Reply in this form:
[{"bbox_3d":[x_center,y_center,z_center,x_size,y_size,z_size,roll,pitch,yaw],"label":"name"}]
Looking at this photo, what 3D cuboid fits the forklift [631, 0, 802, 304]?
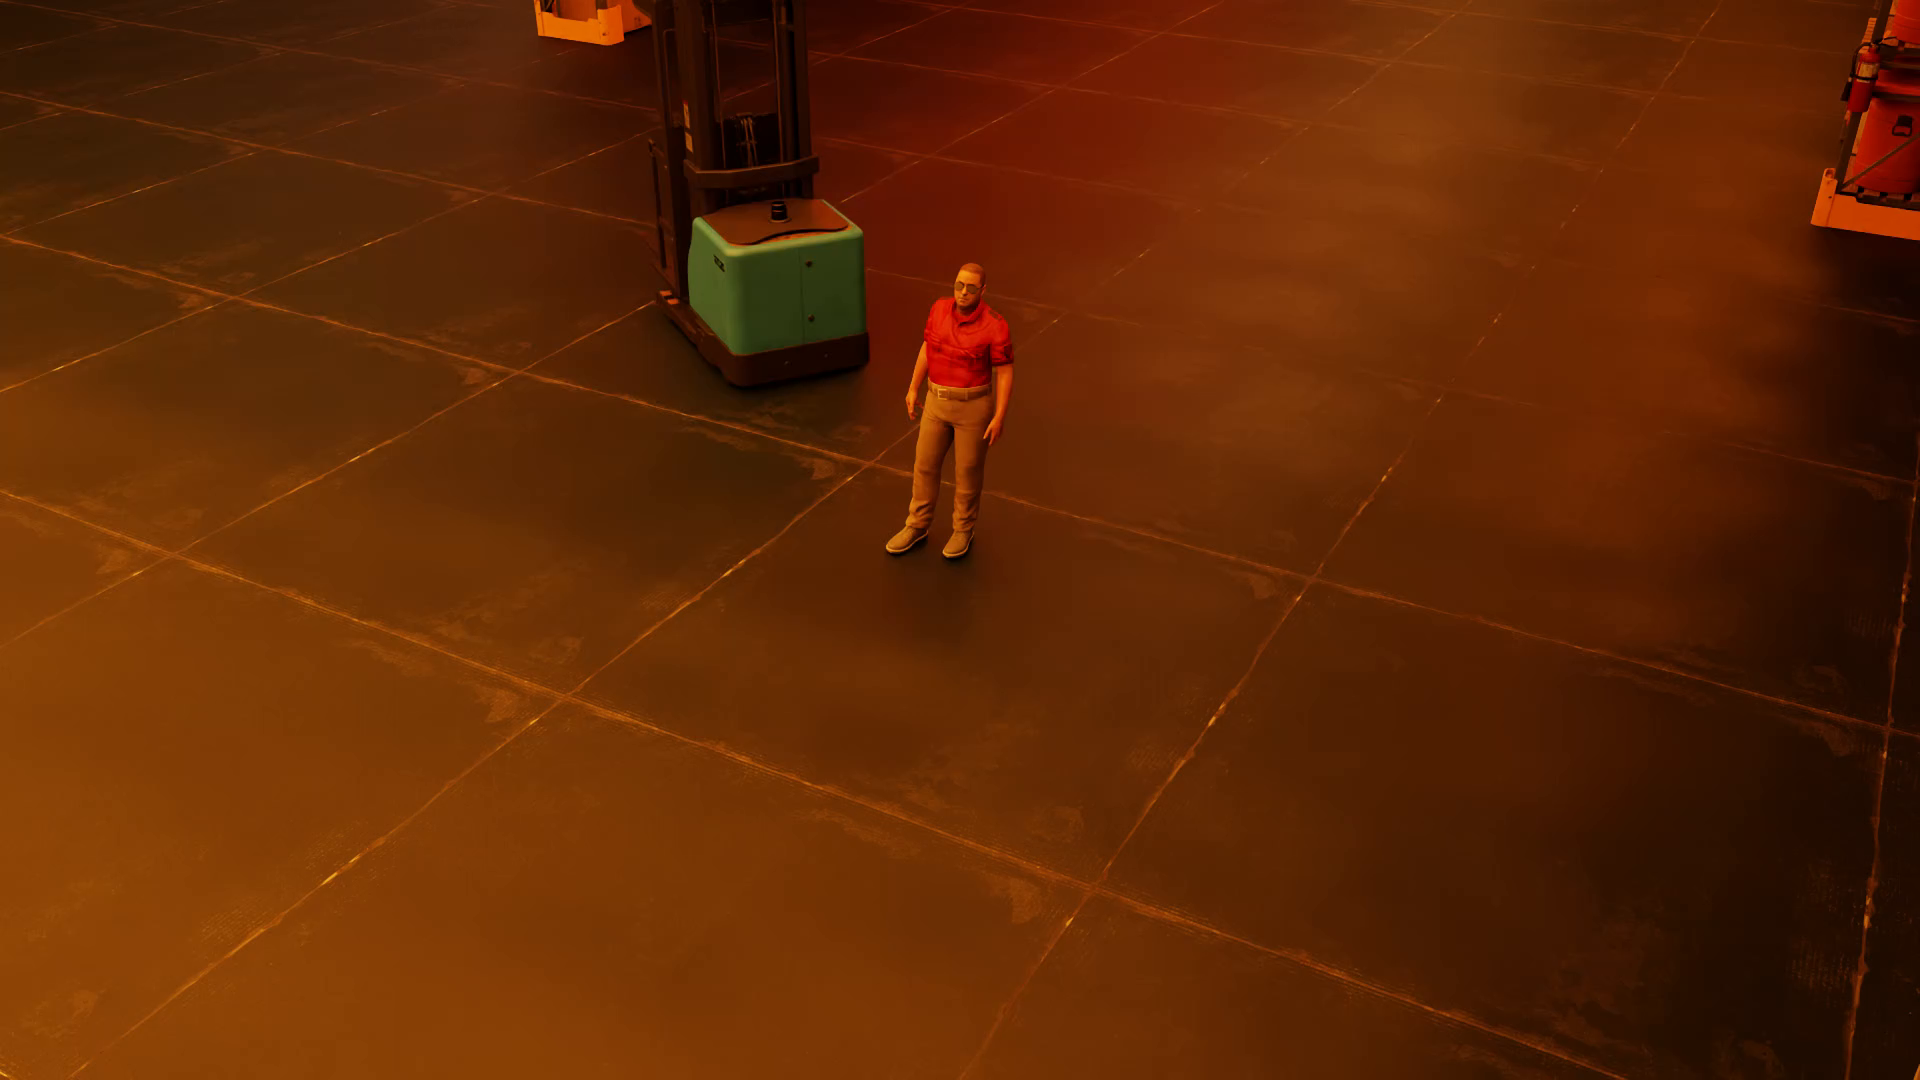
[{"bbox_3d":[-1.787,-3.072,12.456,1.101,2.867,2.884,-13,33,-22],"label":"forklift"}]
